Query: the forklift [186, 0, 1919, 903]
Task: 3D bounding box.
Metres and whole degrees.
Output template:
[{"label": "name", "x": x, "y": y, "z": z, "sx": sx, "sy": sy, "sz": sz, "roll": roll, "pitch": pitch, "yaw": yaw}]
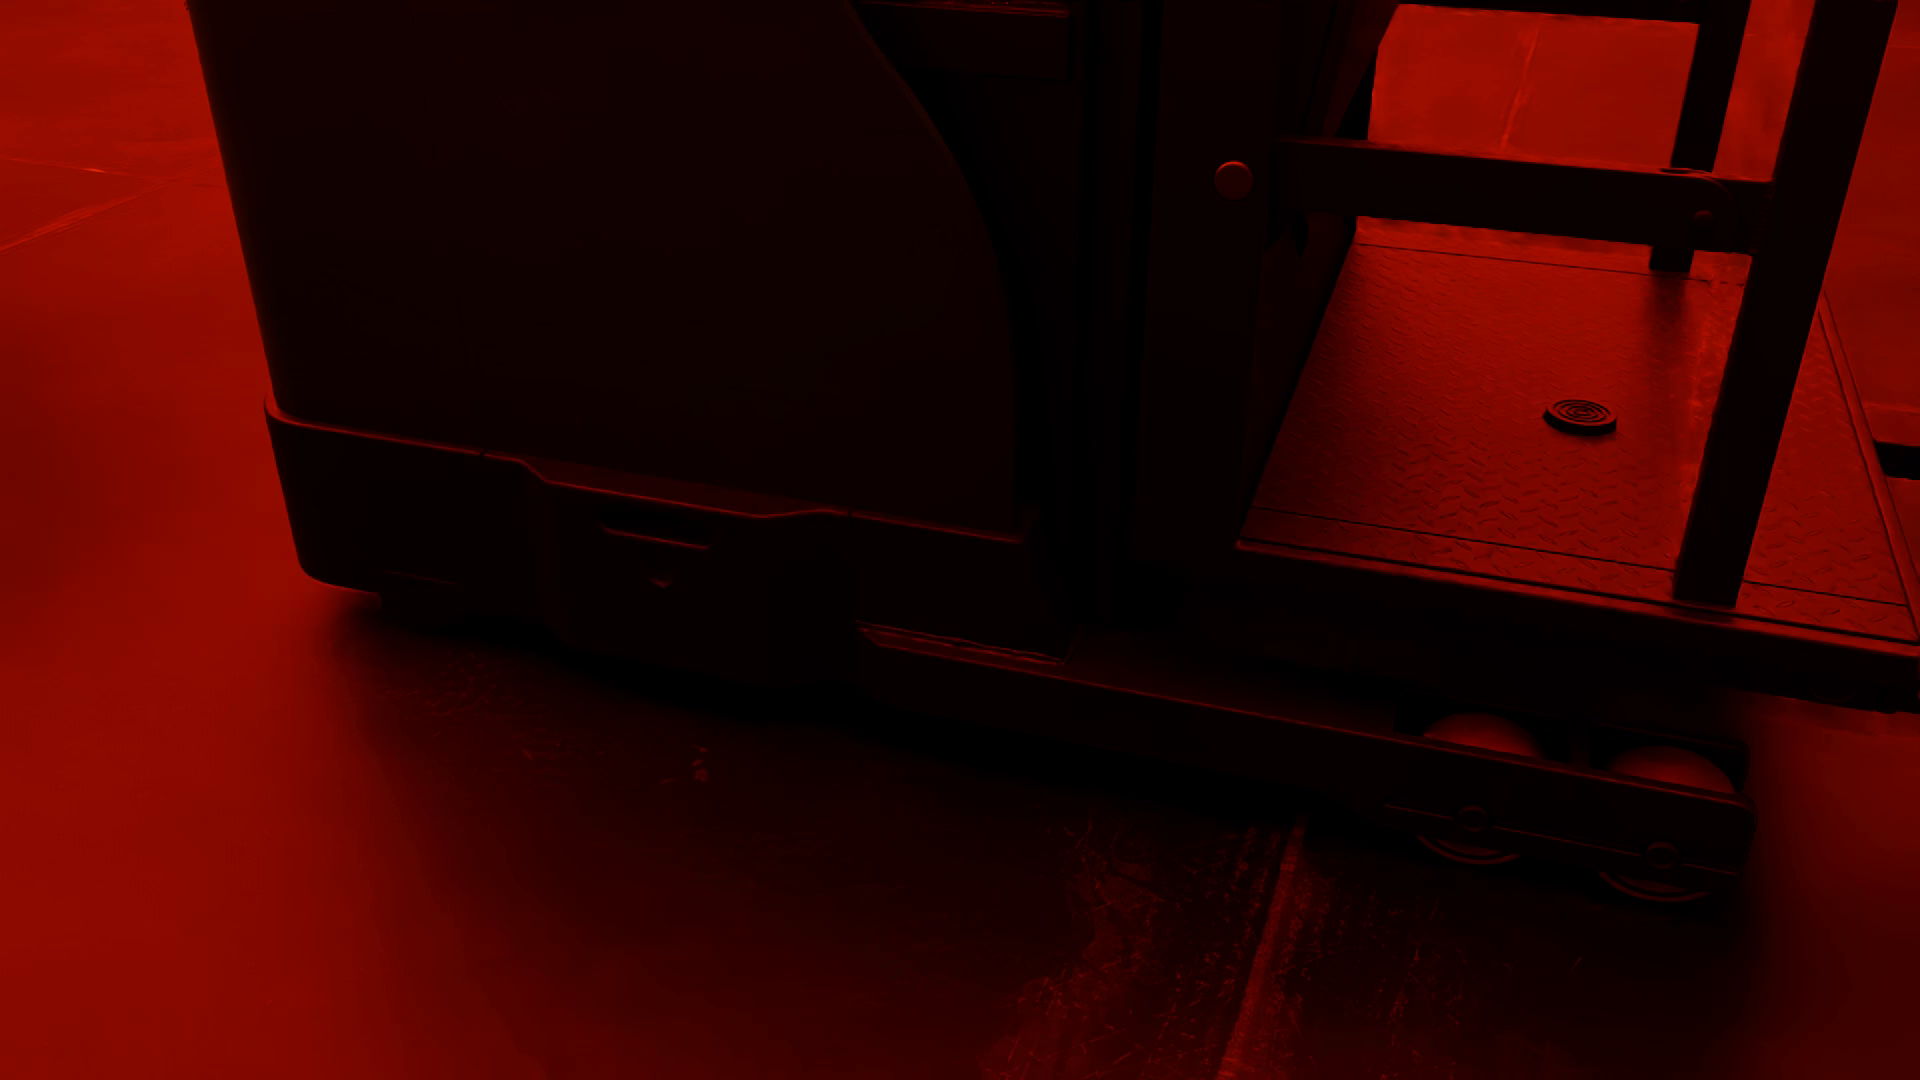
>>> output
[{"label": "forklift", "x": 0.651, "y": -1.178, "z": 1.605, "sx": 3.031, "sy": 2.935, "sz": 1.130, "roll": 9, "pitch": 31, "yaw": 16}]
